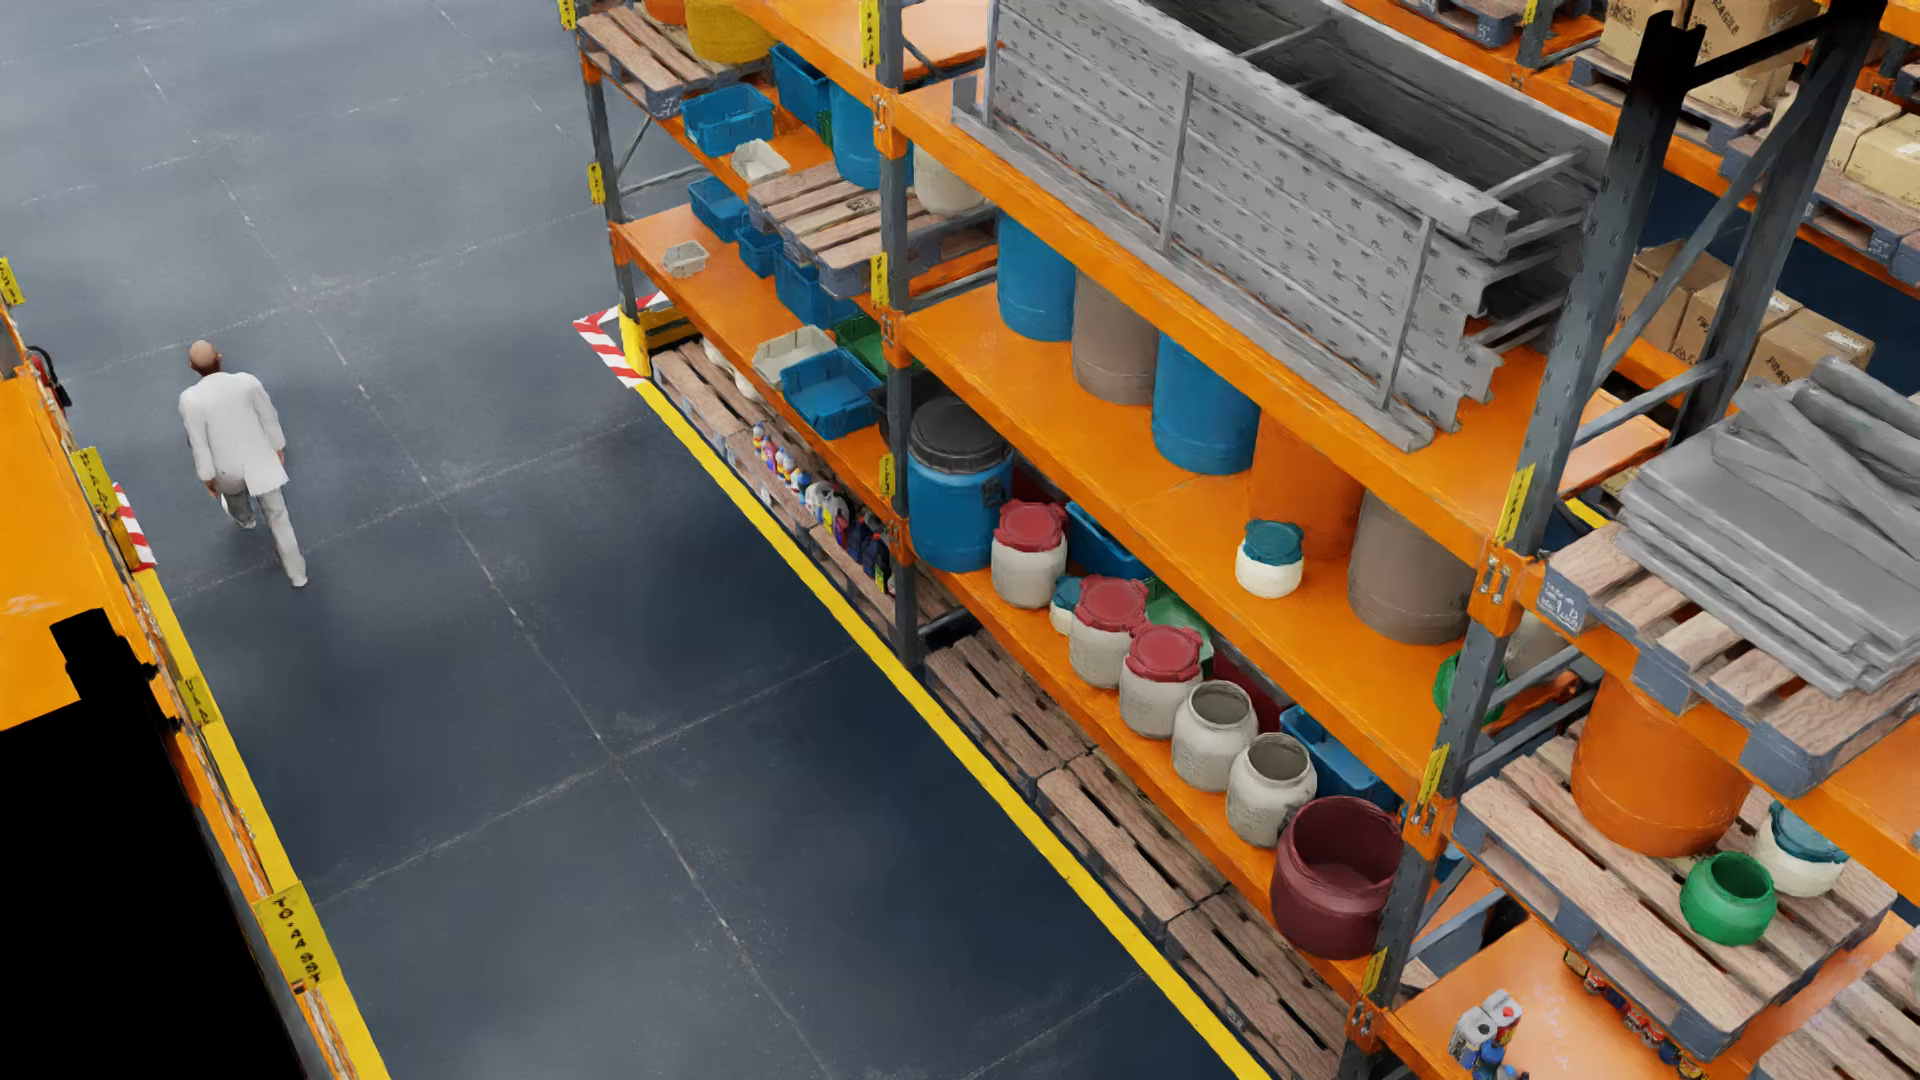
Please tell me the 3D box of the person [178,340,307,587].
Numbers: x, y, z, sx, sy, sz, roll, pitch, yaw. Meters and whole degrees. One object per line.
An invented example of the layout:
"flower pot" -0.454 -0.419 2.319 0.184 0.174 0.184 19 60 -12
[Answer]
"person" -4.821 -0.604 11.130 0.599 1.696 1.174 -21 47 -21
